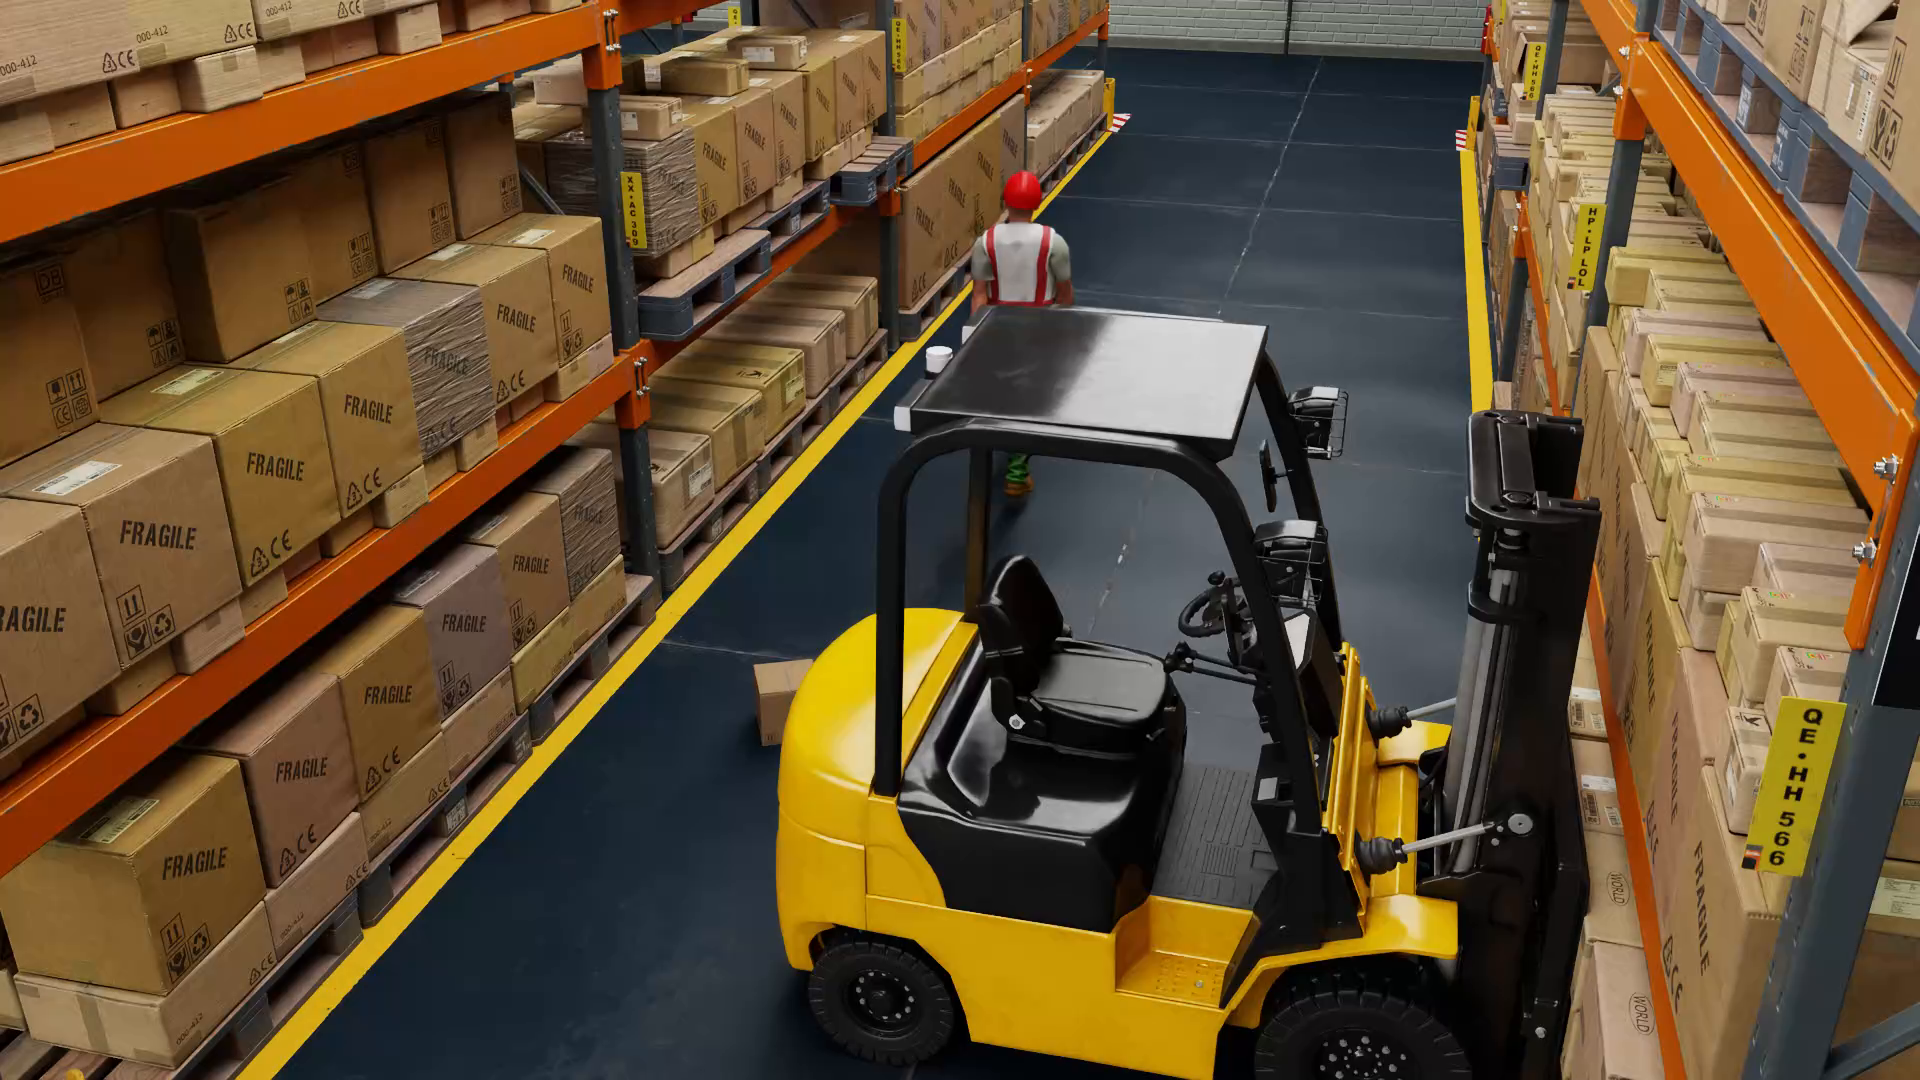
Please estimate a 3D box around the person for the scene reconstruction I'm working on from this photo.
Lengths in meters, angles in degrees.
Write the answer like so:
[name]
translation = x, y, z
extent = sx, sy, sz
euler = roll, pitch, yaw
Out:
[person]
translation = 0.353, -1.158, 9.058
extent = 0.527, 1.742, 1.040
euler = 7, 26, 14
